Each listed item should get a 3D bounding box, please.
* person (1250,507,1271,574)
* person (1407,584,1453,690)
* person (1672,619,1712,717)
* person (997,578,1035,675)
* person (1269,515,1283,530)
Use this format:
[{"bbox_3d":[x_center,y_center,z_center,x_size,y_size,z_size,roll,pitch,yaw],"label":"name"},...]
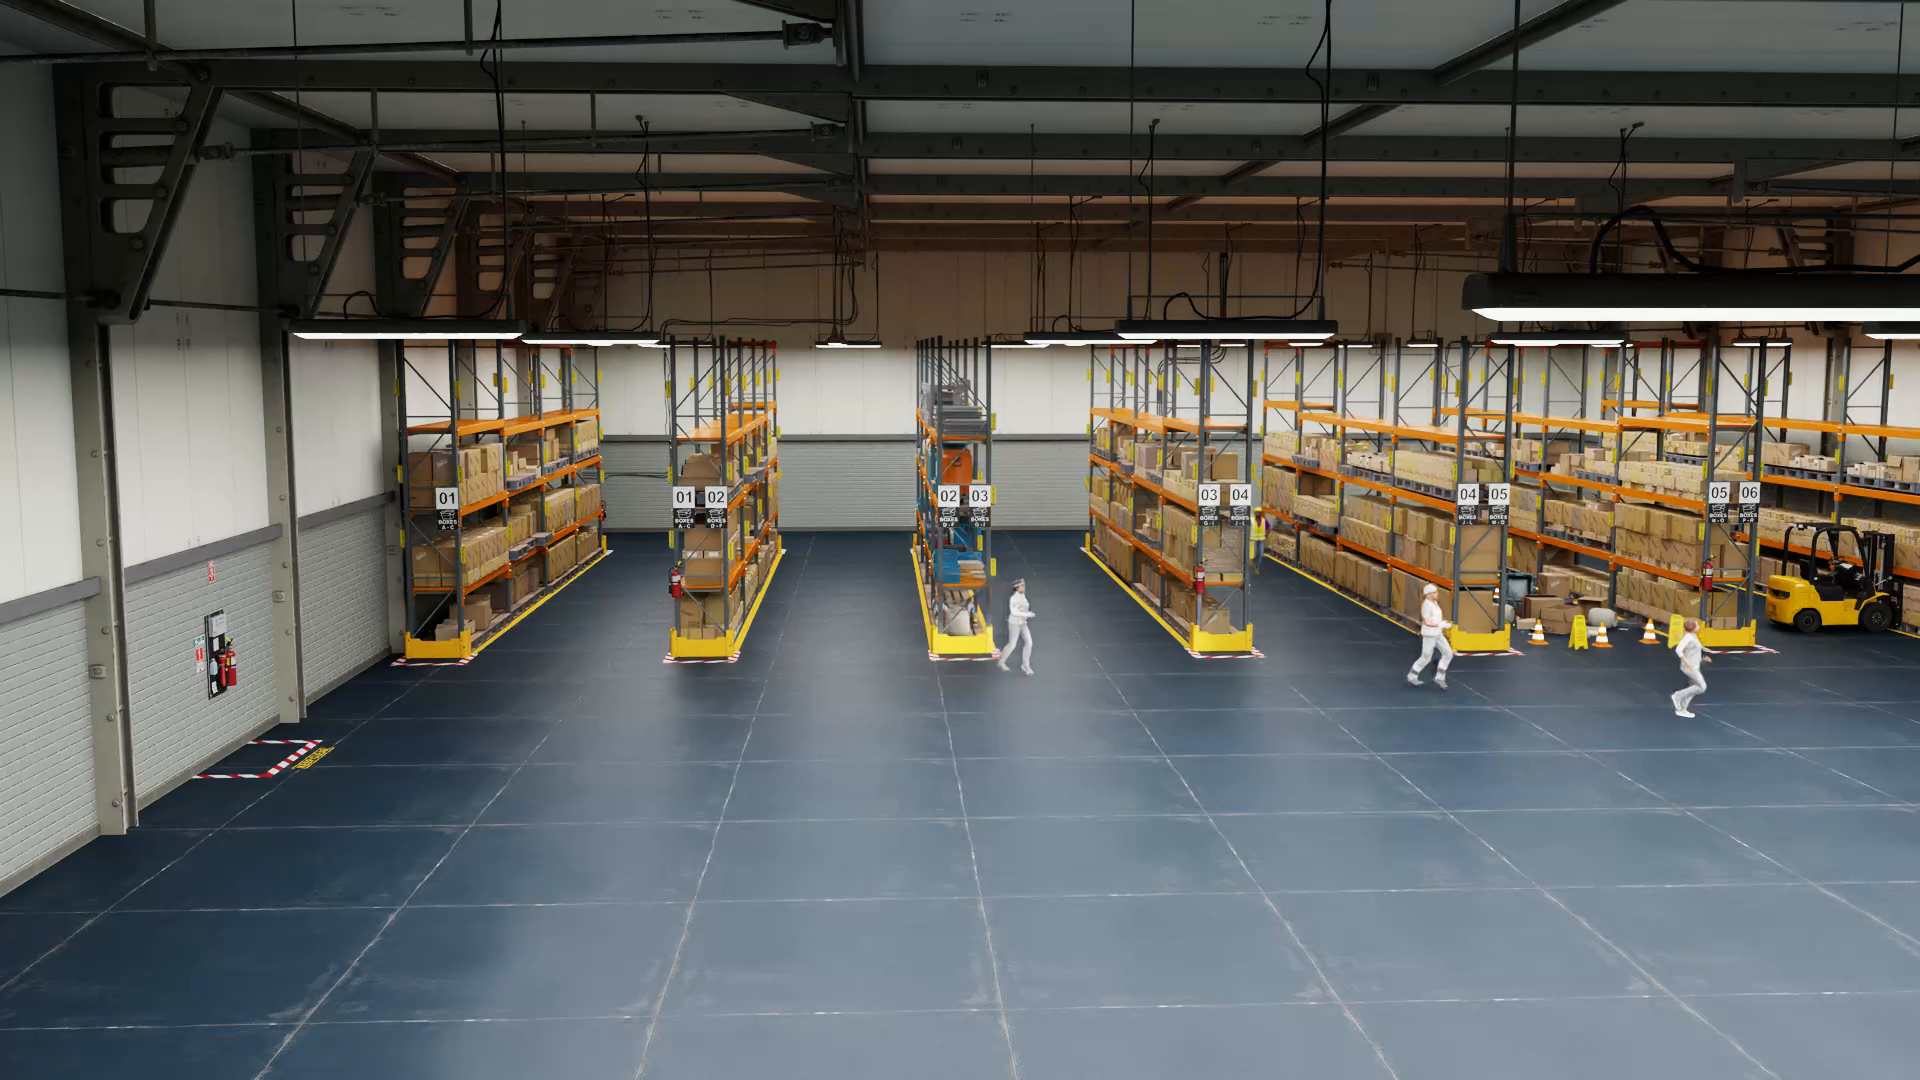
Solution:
[{"bbox_3d":[7.674,0.006,42.912,0.708,1.723,0.585,0,7,-4],"label":"person"},{"bbox_3d":[8.012,1.646,28.255,0.761,1.808,0.664,5,8,38],"label":"person"},{"bbox_3d":[11.439,2.013,25.986,0.537,1.546,0.494,4,8,30],"label":"person"},{"bbox_3d":[1.020,1.541,29.532,0.752,1.758,0.623,4,7,29],"label":"person"},{"bbox_3d":[9.342,-0.694,49.101,0.604,1.717,0.665,0,6,-1],"label":"person"}]
